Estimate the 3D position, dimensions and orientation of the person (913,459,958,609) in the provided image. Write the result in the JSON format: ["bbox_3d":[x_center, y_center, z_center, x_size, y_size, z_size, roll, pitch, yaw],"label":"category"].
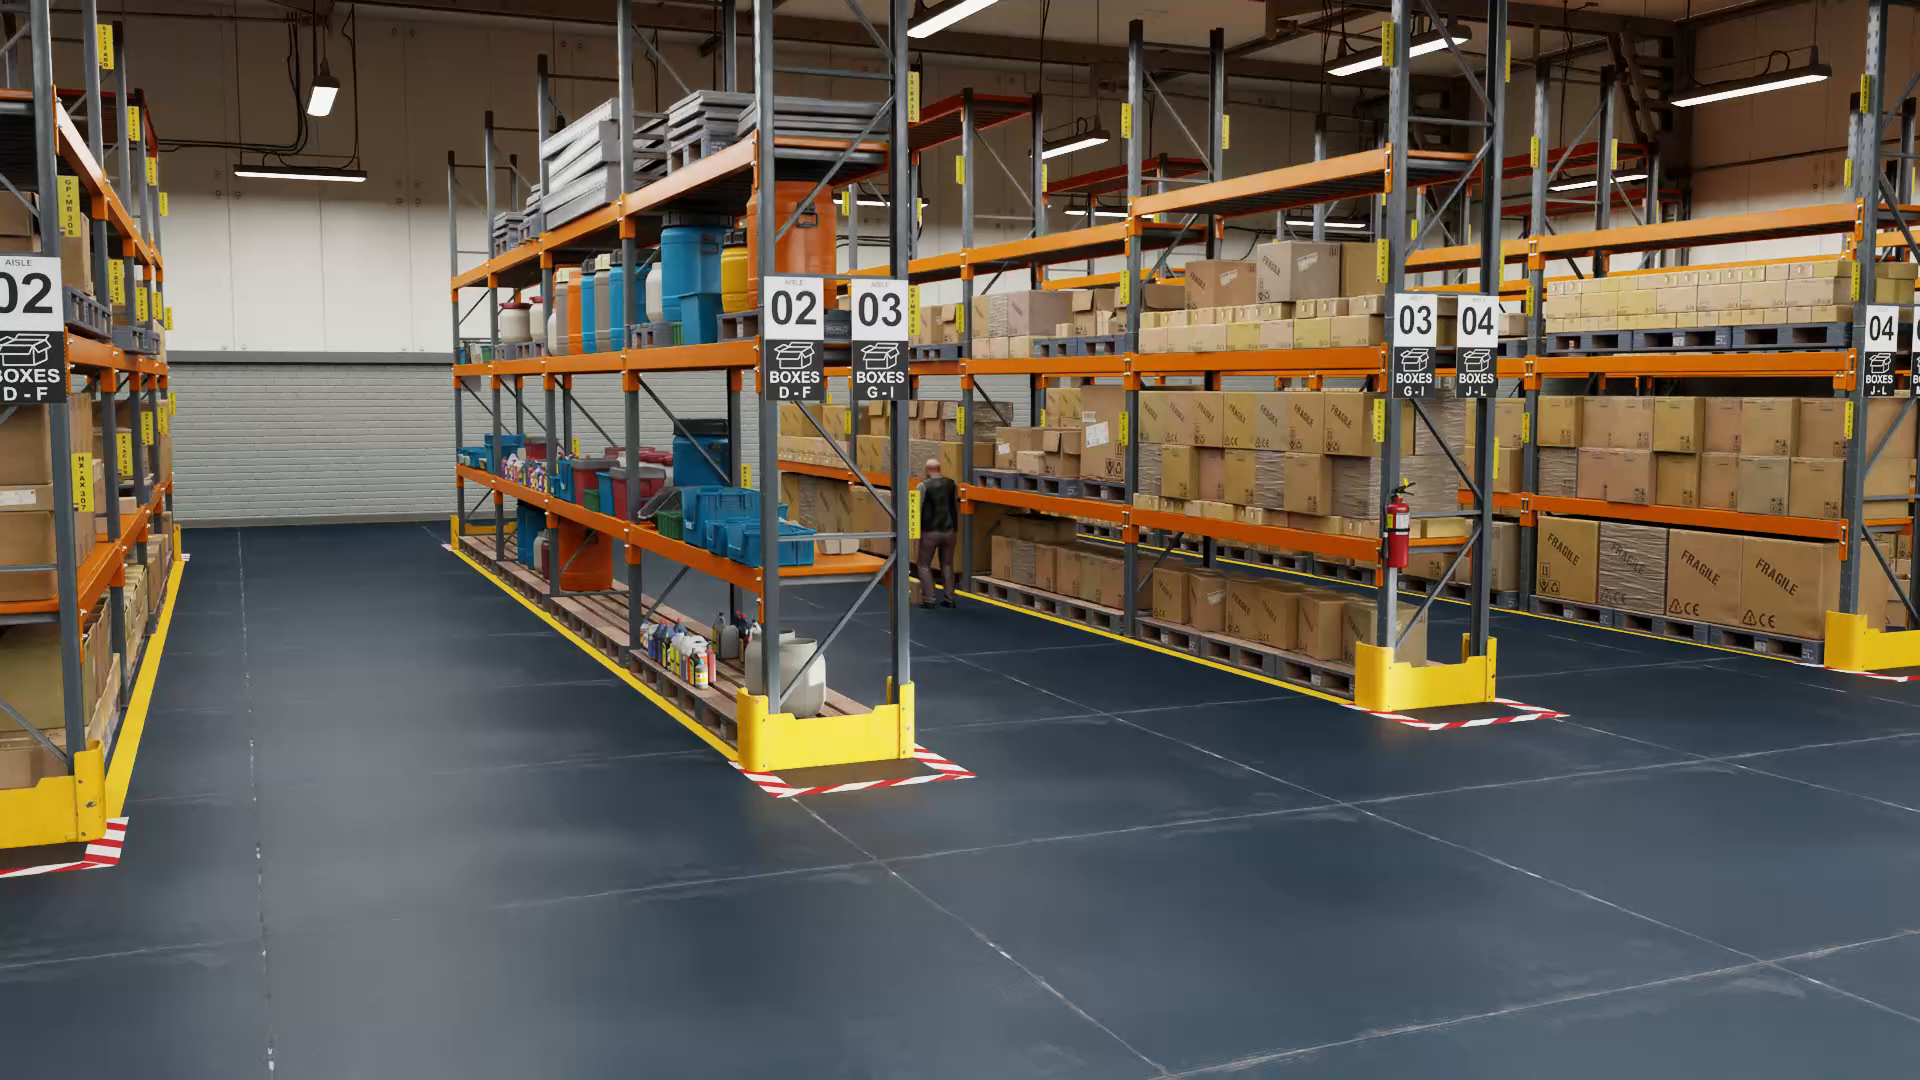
[{"bbox_3d":[-0.276,-0.065,18.723,0.556,1.679,0.423,-2,6,-22],"label":"person"}]
